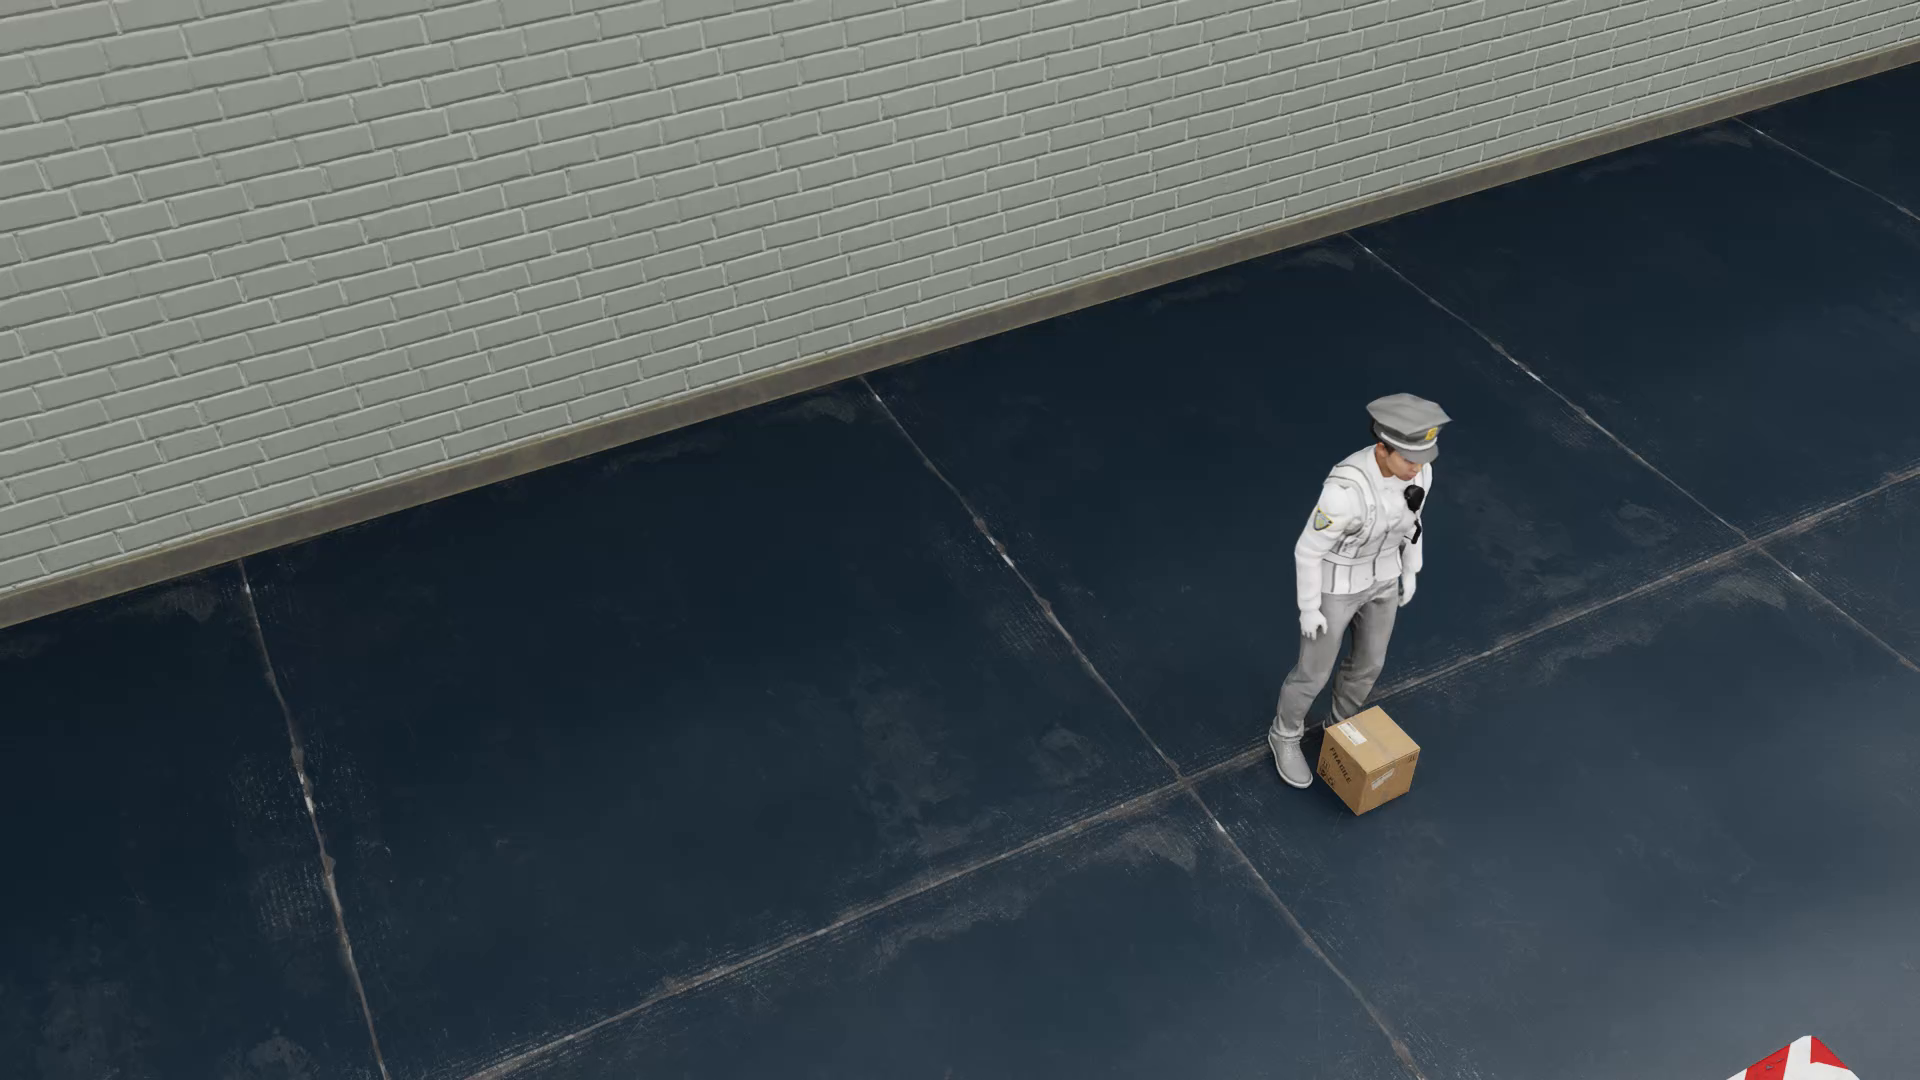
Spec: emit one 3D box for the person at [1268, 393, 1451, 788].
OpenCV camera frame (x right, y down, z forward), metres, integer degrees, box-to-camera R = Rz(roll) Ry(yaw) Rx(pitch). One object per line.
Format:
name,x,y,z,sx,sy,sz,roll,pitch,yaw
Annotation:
person,1.427,0.175,5.957,0.528,1.664,0.403,-19,45,-20
